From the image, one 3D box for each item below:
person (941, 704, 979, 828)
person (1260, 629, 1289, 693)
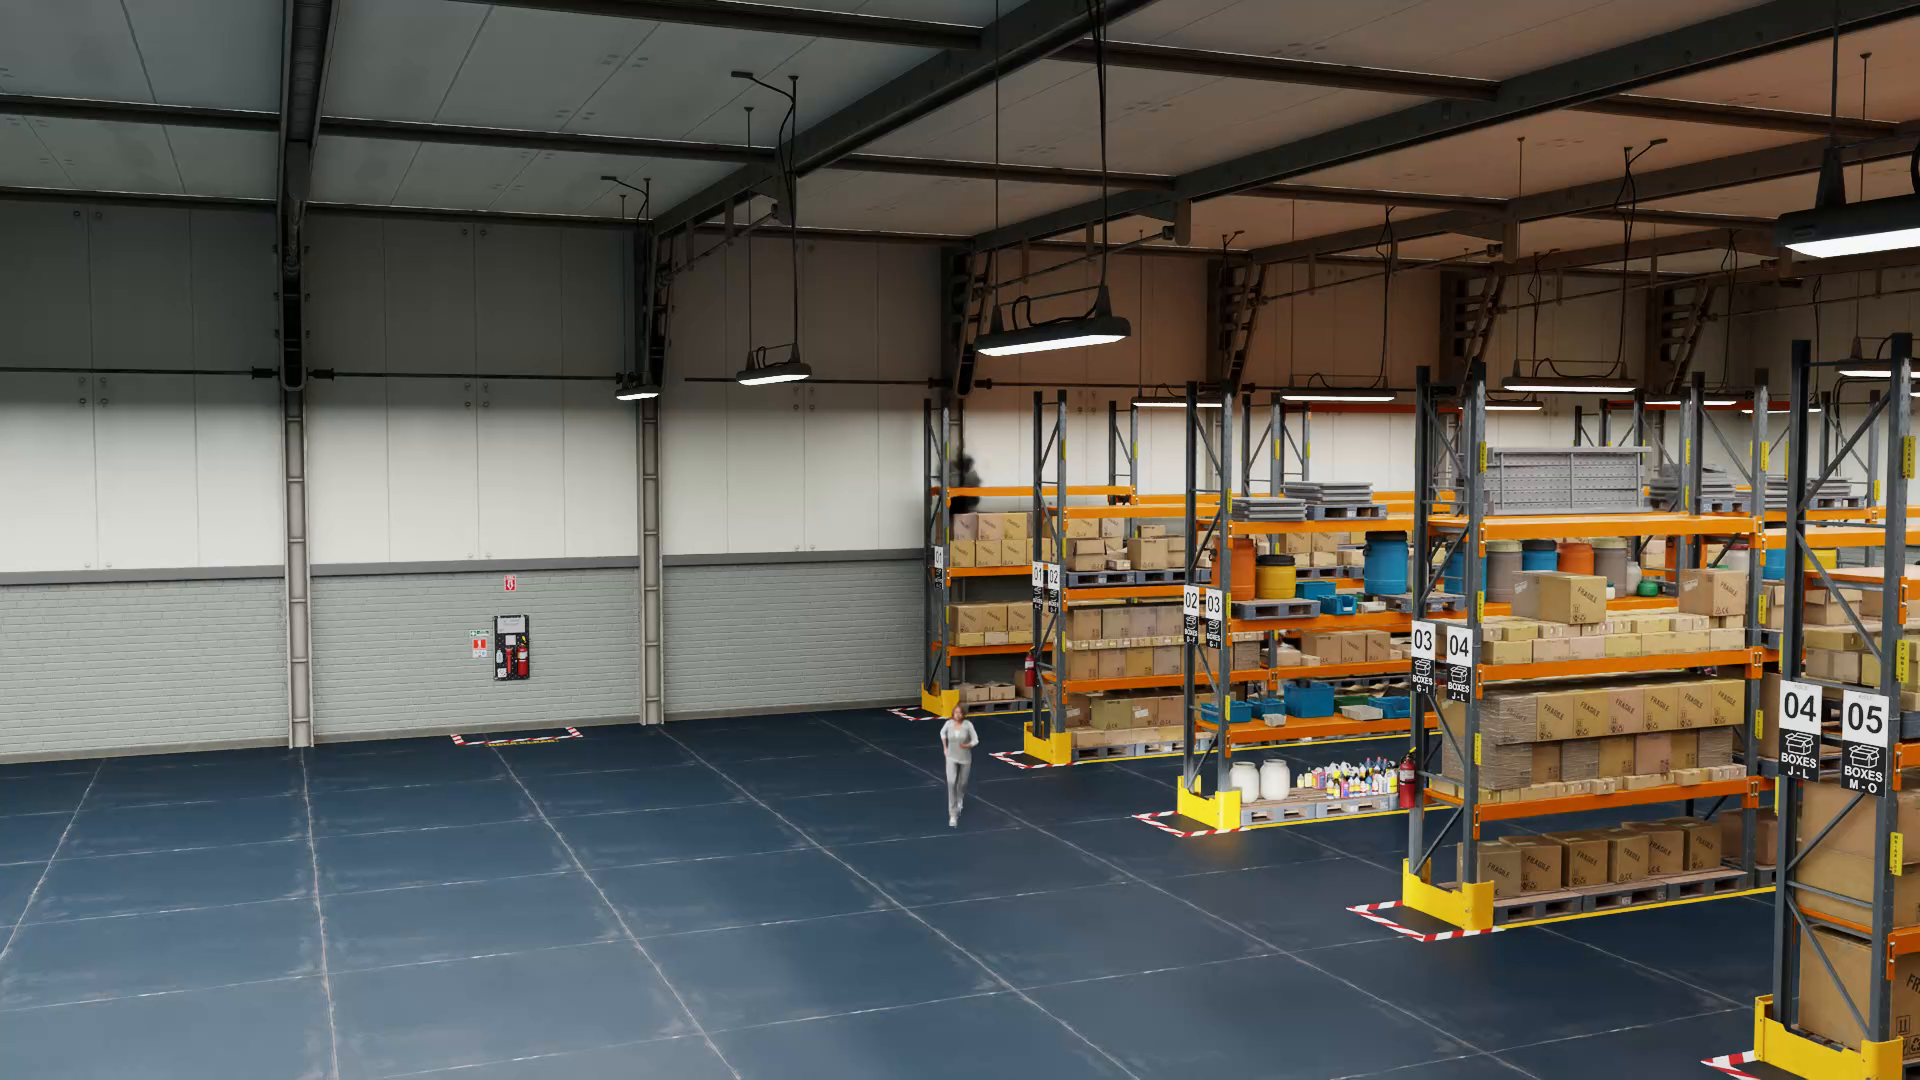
[{"bbox_3d":[-0.004,3.040,22.693,0.506,1.632,0.904,0,3,-3],"label":"person"},{"bbox_3d":[5.789,2.479,30.548,0.615,1.742,0.643,-2,4,-33],"label":"person"}]
